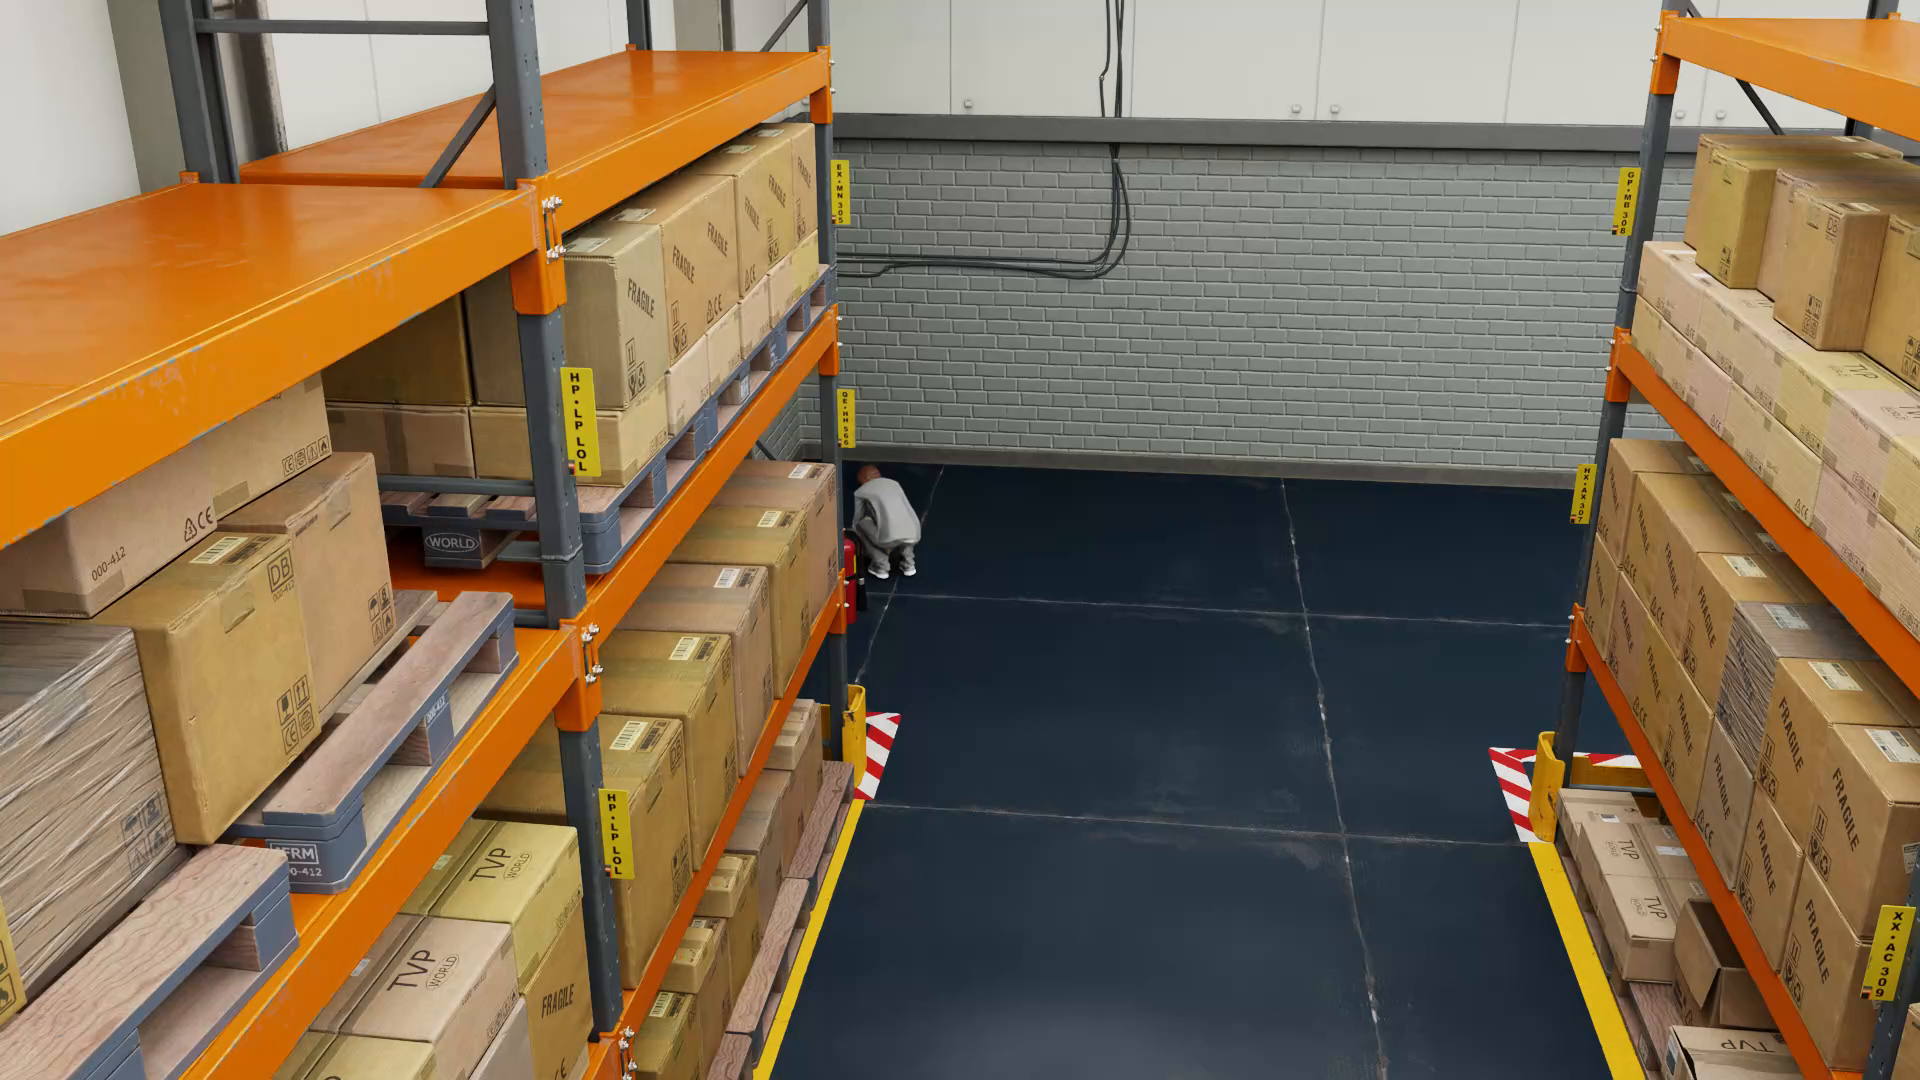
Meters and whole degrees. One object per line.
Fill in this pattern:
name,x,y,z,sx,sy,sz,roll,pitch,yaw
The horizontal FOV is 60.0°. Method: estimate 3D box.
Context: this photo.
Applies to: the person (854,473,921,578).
person,-0.569,-0.156,12.639,0.432,0.837,0.895,-8,23,-20
